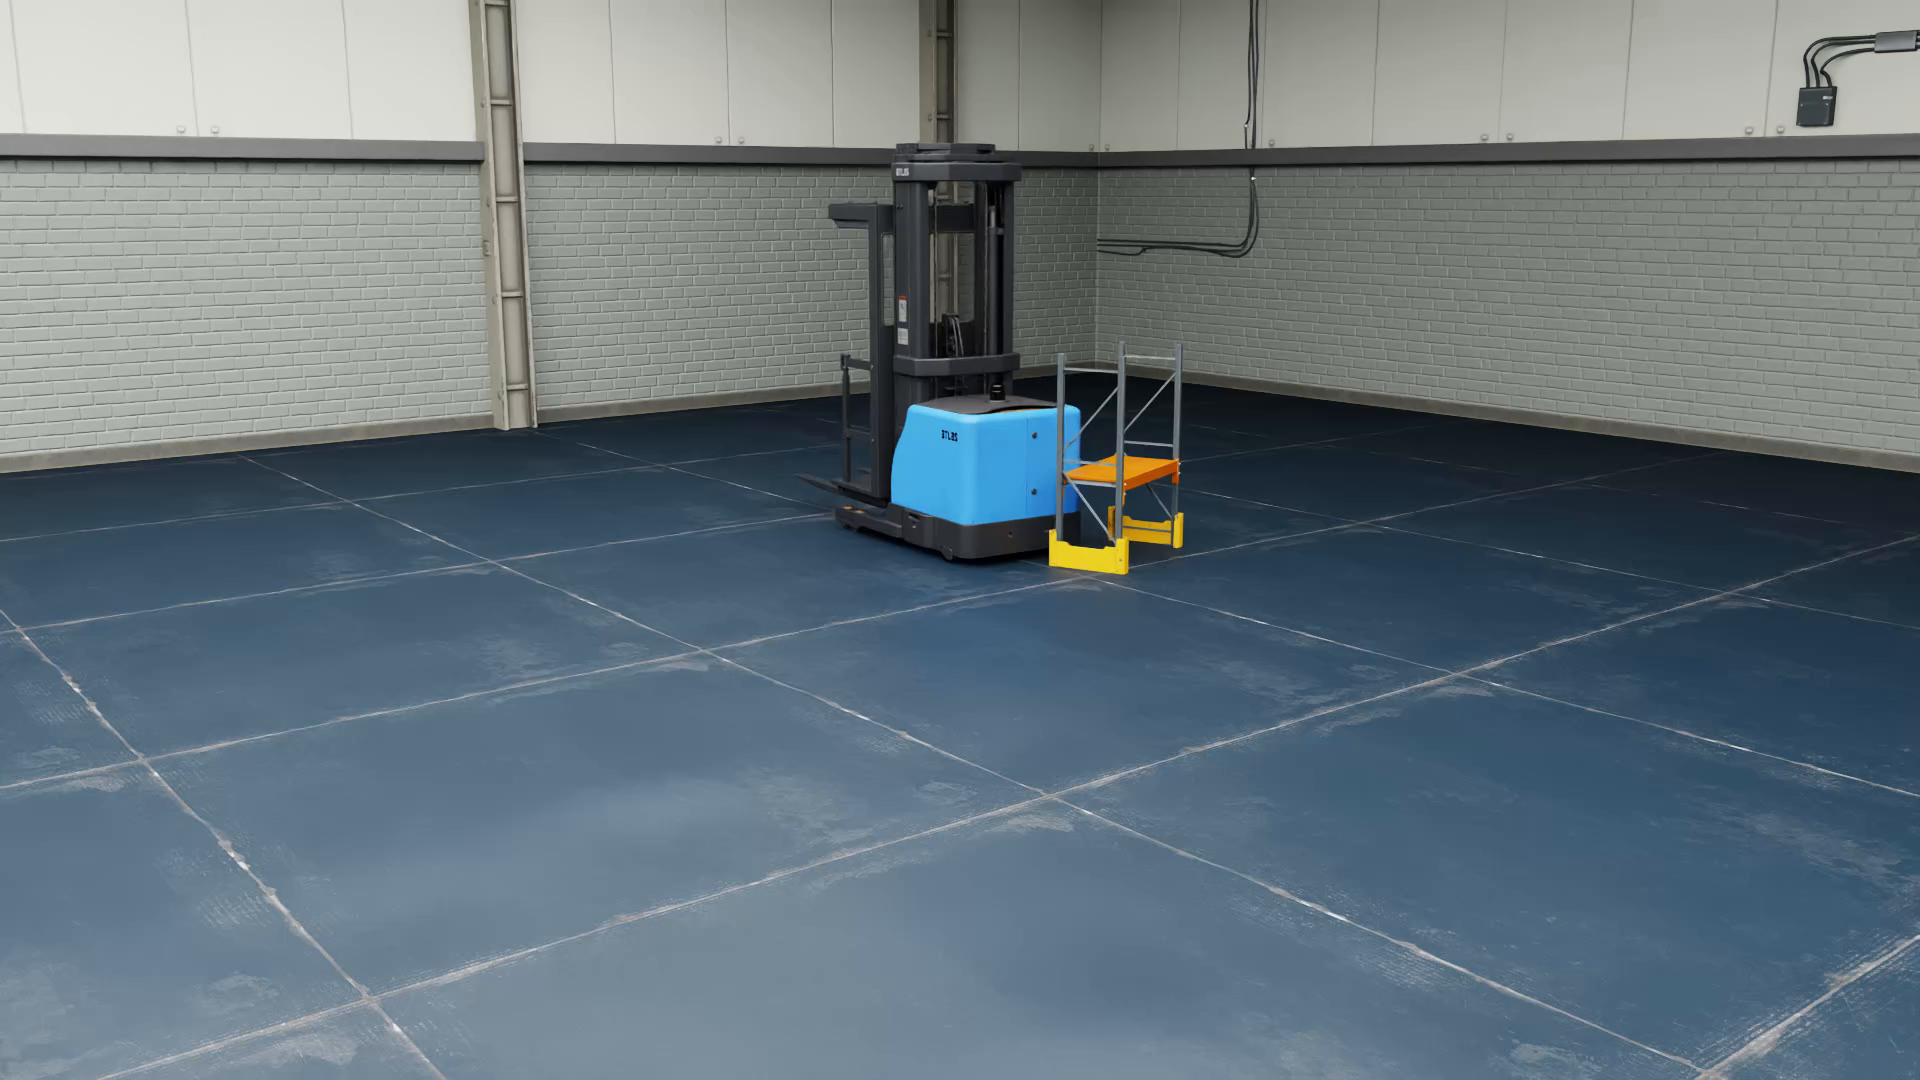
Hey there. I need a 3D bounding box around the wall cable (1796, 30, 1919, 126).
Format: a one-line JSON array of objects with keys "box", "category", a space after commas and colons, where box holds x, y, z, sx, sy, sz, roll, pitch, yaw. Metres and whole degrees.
[{"box": [8.768, -6.731, 14.473, 0.169, 6.003, 2.305, -9, 15, -38], "category": "wall cable"}]

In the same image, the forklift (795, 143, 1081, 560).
[{"box": [-0.324, -1.548, 12.860, 1.130, 2.935, 3.031, -7, 14, -31], "category": "forklift"}]

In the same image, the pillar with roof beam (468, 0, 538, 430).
[{"box": [-2.273, -4.964, 14.343, 0.400, 9.000, 9.100, -9, 15, -38], "category": "pillar with roof beam"}]

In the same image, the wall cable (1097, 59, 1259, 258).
[{"box": [2.850, -5.090, 22.410, 0.112, 2.526, 3.097, -9, 15, -38], "category": "wall cable"}]

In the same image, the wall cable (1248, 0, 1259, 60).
[{"box": [4.540, -7.122, 19.819, 0.112, 2.526, 3.097, -9, 15, -38], "category": "wall cable"}]

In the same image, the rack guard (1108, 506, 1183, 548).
[{"box": [1.390, -0.099, 12.494, 0.587, 0.250, 0.087, 7, 14, 29], "category": "rack guard"}]

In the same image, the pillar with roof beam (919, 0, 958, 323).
[{"box": [2.413, -5.743, 18.009, 0.400, 9.000, 9.100, -9, 15, -38], "category": "pillar with roof beam"}]

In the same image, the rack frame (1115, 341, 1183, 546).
[{"box": [1.399, -0.714, 12.380, 0.500, 1.500, 0.032, 7, 14, 29], "category": "rack frame"}]

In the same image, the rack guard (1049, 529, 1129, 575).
[{"box": [0.900, 0.081, 11.645, 0.587, 0.250, 0.087, 7, 14, 29], "category": "rack guard"}]

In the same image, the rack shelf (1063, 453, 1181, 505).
[{"box": [1.149, -0.446, 11.985, 0.538, 0.185, 1.000, 7, 14, 29], "category": "rack shelf"}]

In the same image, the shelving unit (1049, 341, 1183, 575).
[{"box": [1.145, -0.620, 11.940, 0.587, 1.500, 1.083, 7, 14, 29], "category": "shelving unit"}]

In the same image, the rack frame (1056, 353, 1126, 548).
[{"box": [0.899, -0.530, 11.514, 0.500, 1.500, 0.032, 7, 14, 29], "category": "rack frame"}]
